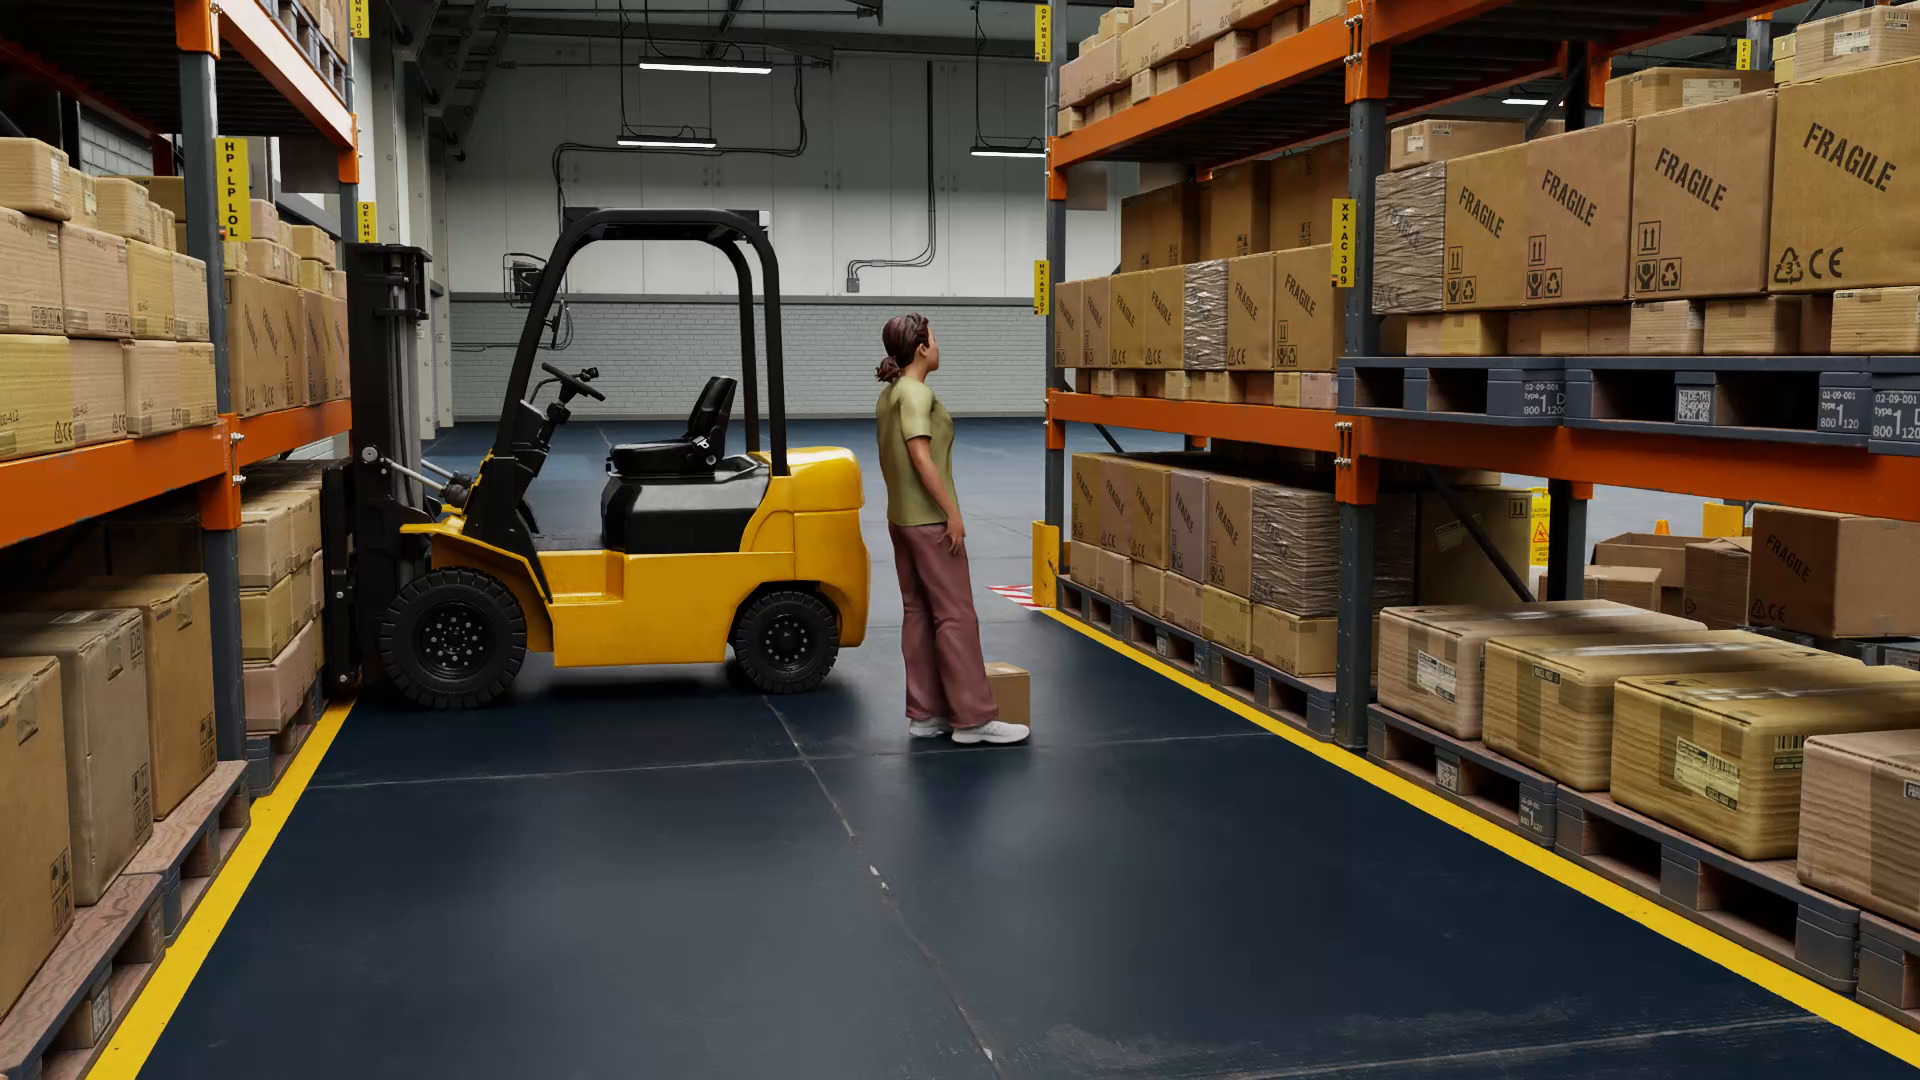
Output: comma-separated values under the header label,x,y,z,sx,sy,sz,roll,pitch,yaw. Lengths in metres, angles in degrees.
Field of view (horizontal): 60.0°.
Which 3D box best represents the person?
label,x,y,z,sx,sy,sz,roll,pitch,yaw
person,-0.069,-0.056,6.576,0.547,1.673,0.553,-2,7,-21
